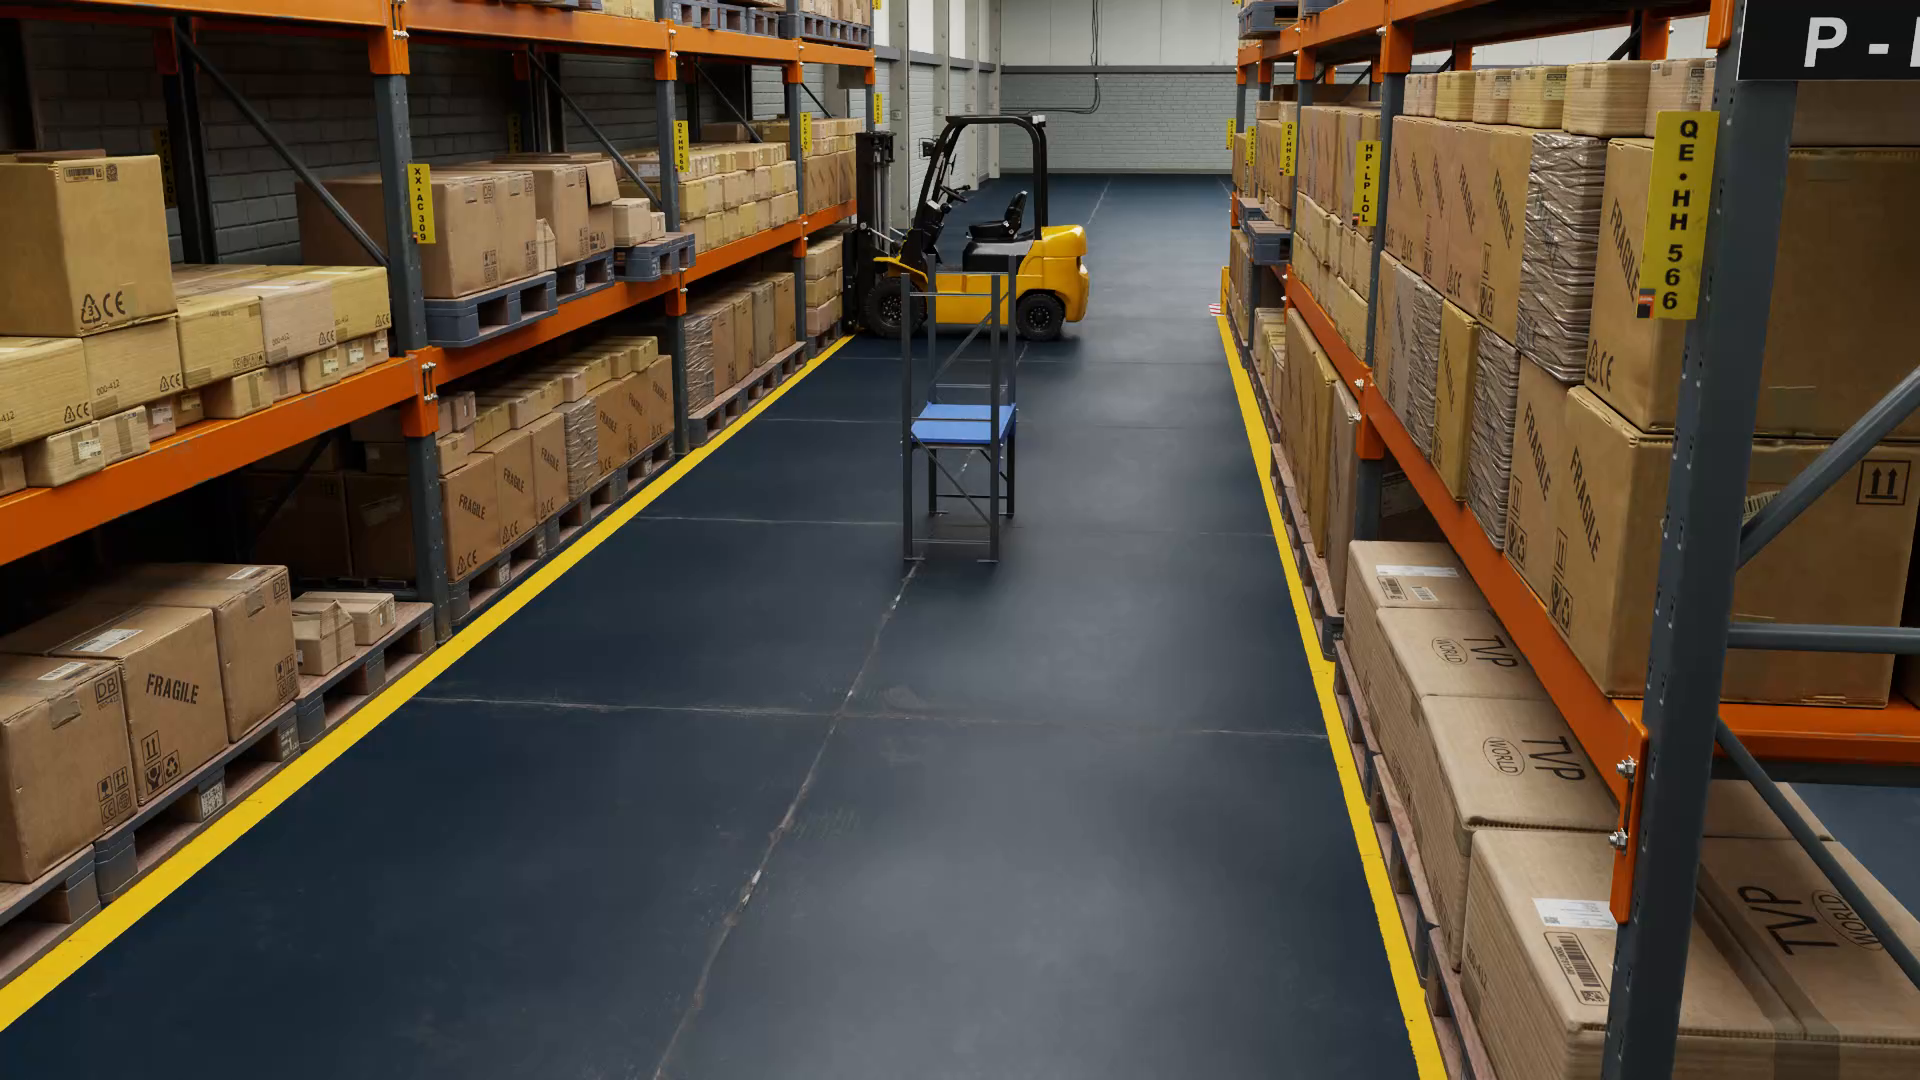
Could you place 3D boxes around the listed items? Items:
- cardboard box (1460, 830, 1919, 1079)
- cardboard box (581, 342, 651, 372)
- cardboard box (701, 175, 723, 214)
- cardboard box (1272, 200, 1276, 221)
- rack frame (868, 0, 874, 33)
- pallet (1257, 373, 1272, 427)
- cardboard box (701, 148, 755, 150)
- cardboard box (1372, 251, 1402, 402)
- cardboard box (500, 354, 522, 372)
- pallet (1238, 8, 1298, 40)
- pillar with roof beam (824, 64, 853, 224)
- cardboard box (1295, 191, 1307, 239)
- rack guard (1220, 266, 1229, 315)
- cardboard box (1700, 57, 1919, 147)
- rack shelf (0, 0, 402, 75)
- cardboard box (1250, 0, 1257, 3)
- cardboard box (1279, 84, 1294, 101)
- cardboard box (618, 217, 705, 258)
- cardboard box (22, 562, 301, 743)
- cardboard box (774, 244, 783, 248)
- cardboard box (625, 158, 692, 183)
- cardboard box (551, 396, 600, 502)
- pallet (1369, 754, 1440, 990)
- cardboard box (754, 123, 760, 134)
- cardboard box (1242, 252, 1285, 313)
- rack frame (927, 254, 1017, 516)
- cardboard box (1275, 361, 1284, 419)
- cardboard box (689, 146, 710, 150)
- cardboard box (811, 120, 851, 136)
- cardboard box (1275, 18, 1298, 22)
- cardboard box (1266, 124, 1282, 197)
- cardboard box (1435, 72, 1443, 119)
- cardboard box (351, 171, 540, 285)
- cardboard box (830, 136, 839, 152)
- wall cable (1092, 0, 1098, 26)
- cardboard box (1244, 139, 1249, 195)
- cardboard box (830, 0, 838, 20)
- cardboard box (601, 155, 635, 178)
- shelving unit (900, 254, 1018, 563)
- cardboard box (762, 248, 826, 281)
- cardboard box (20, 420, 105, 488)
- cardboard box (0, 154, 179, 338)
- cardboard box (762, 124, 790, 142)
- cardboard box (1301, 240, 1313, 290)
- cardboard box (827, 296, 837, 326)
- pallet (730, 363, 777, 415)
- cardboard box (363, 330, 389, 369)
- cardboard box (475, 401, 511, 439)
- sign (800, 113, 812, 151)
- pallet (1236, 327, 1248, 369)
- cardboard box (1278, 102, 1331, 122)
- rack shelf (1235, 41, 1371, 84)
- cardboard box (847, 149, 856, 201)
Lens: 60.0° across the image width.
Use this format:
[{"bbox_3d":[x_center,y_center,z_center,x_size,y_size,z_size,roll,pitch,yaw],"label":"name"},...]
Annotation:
[{"bbox_3d":[1.657,1.039,3.679,0.875,0.438,0.875,1,15,4],"label":"cardboard box"},{"bbox_3d":[-2.152,-1.143,10.386,0.380,0.149,0.250,1,15,3],"label":"cardboard box"},{"bbox_3d":[-1.997,-2.448,11.799,0.500,0.250,0.500,2,15,8],"label":"cardboard box"},{"bbox_3d":[2.366,-2.273,11.498,0.380,0.149,0.250,1,15,4],"label":"cardboard box"},{"bbox_3d":[-1.445,-7.012,17.856,1.000,3.000,0.127,2,15,6],"label":"rack frame"},{"bbox_3d":[2.814,-1.068,12.709,1.003,0.211,1.213,2,15,6],"label":"pallet"},{"bbox_3d":[-1.829,-3.013,13.124,0.380,0.149,0.250,2,15,7],"label":"cardboard box"},{"bbox_3d":[1.820,-0.793,6.157,0.500,0.500,0.500,2,15,8],"label":"cardboard box"},{"bbox_3d":[-2.844,-1.022,9.936,0.380,0.149,0.250,1,15,4],"label":"cardboard box"},{"bbox_3d":[2.860,-4.134,13.317,1.213,0.211,1.003,2,15,6],"label":"pallet"},{"bbox_3d":[2.535,-8.288,22.572,9.100,9.000,0.400,2,15,6],"label":"pillar with roof beam"},{"bbox_3d":[2.282,-1.941,9.924,0.500,0.250,0.500,2,15,6],"label":"cardboard box"},{"bbox_3d":[3.479,-2.745,18.355,1.175,0.500,0.348,2,15,6],"label":"rack guard"},{"bbox_3d":[1.523,-0.764,2.893,0.380,0.149,0.250,2,15,7],"label":"cardboard box"},{"bbox_3d":[-3.025,-1.586,4.913,1.077,0.370,4.000,2,15,6],"label":"rack shelf"},{"bbox_3d":[2.515,-4.241,12.835,0.500,0.250,0.500,1,15,6],"label":"cardboard box"},{"bbox_3d":[3.432,-4.115,15.957,0.700,0.500,0.500,2,15,6],"label":"cardboard box"},{"bbox_3d":[-2.055,-2.077,11.384,0.500,0.250,0.500,2,15,6],"label":"cardboard box"},{"bbox_3d":[-2.835,0.392,5.951,0.700,0.500,0.500,1,15,4],"label":"cardboard box"},{"bbox_3d":[-1.991,-2.702,15.956,0.500,0.250,0.500,1,15,5],"label":"cardboard box"},{"bbox_3d":[-2.019,-2.477,11.141,0.380,0.149,0.250,2,15,8],"label":"cardboard box"},{"bbox_3d":[-2.345,-0.521,9.327,0.500,0.500,0.500,1,15,4],"label":"cardboard box"},{"bbox_3d":[1.834,1.000,5.061,1.003,0.211,1.213,2,15,6],"label":"pallet"},{"bbox_3d":[-2.075,-3.809,15.496,0.380,0.149,0.250,2,15,6],"label":"cardboard box"},{"bbox_3d":[2.836,-2.332,15.068,0.500,0.500,0.500,1,15,5],"label":"cardboard box"},{"bbox_3d":[0.067,-0.878,9.536,0.500,1.500,0.032,2,15,6],"label":"rack frame"},{"bbox_3d":[2.658,-0.977,11.257,0.950,0.372,0.625,1,15,2],"label":"cardboard box"},{"bbox_3d":[-2.269,-3.156,13.652,0.380,0.149,0.250,2,15,6],"label":"cardboard box"},{"bbox_3d":[-1.321,-4.188,16.901,0.380,0.149,0.250,2,15,7],"label":"cardboard box"},{"bbox_3d":[2.818,-4.576,14.309,0.500,0.250,0.500,2,15,6],"label":"cardboard box"},{"bbox_3d":[2.463,-2.682,11.769,0.500,0.500,0.500,1,15,2],"label":"cardboard box"},{"bbox_3d":[1.751,-1.432,5.360,0.380,0.149,0.250,2,15,6],"label":"cardboard box"},{"bbox_3d":[-2.464,-1.508,7.997,0.700,0.500,0.500,2,15,7],"label":"cardboard box"},{"bbox_3d":[-1.405,-3.916,16.462,0.380,0.149,0.250,1,15,5],"label":"cardboard box"},{"bbox_3d":[5.300,-16.224,48.194,3.097,2.526,0.112,2,15,6],"label":"wall cable"},{"bbox_3d":[2.944,-3.517,15.659,0.500,0.500,0.500,2,15,8],"label":"cardboard box"},{"bbox_3d":[-1.572,-5.330,16.186,0.797,0.503,0.637,2,15,8],"label":"cardboard box"},{"bbox_3d":[-2.504,-2.630,11.707,0.380,0.149,0.250,2,15,6],"label":"cardboard box"},{"bbox_3d":[0.010,-0.746,9.048,0.538,1.500,1.048,2,15,6],"label":"shelving unit"},{"bbox_3d":[-1.530,-2.553,15.405,0.500,0.250,0.500,1,15,5],"label":"cardboard box"},{"bbox_3d":[-2.746,-0.255,4.841,0.380,0.149,0.250,1,15,5],"label":"cardboard box"},{"bbox_3d":[-2.763,-0.899,5.020,0.500,0.500,0.500,2,15,8],"label":"cardboard box"},{"bbox_3d":[-1.566,-3.658,14.939,0.380,0.149,0.250,2,15,7],"label":"cardboard box"},{"bbox_3d":[2.239,-1.571,9.512,0.500,0.250,0.500,1,15,5],"label":"cardboard box"},{"bbox_3d":[-1.471,-2.202,16.023,0.500,0.250,0.500,1,15,5],"label":"cardboard box"},{"bbox_3d":[-2.076,-1.223,13.282,1.003,0.211,1.213,2,15,6],"label":"pallet"},{"bbox_3d":[-2.584,-0.793,6.828,0.380,0.149,0.250,2,15,7],"label":"cardboard box"},{"bbox_3d":[-2.505,-0.611,8.417,0.380,0.149,0.250,1,15,5],"label":"cardboard box"},{"bbox_3d":[-1.356,-3.586,14.612,0.100,0.325,0.005,2,15,6],"label":"sign"},{"bbox_3d":[3.077,-1.763,15.277,1.003,0.211,1.213,2,15,6],"label":"pallet"},{"bbox_3d":[2.611,-3.245,12.608,0.380,0.149,0.250,3,15,9],"label":"cardboard box"},{"bbox_3d":[3.262,-4.553,15.886,1.077,0.370,4.000,2,15,6],"label":"rack shelf"},{"bbox_3d":[-1.365,-3.762,17.137,0.500,0.500,0.500,1,15,5],"label":"cardboard box"}]
